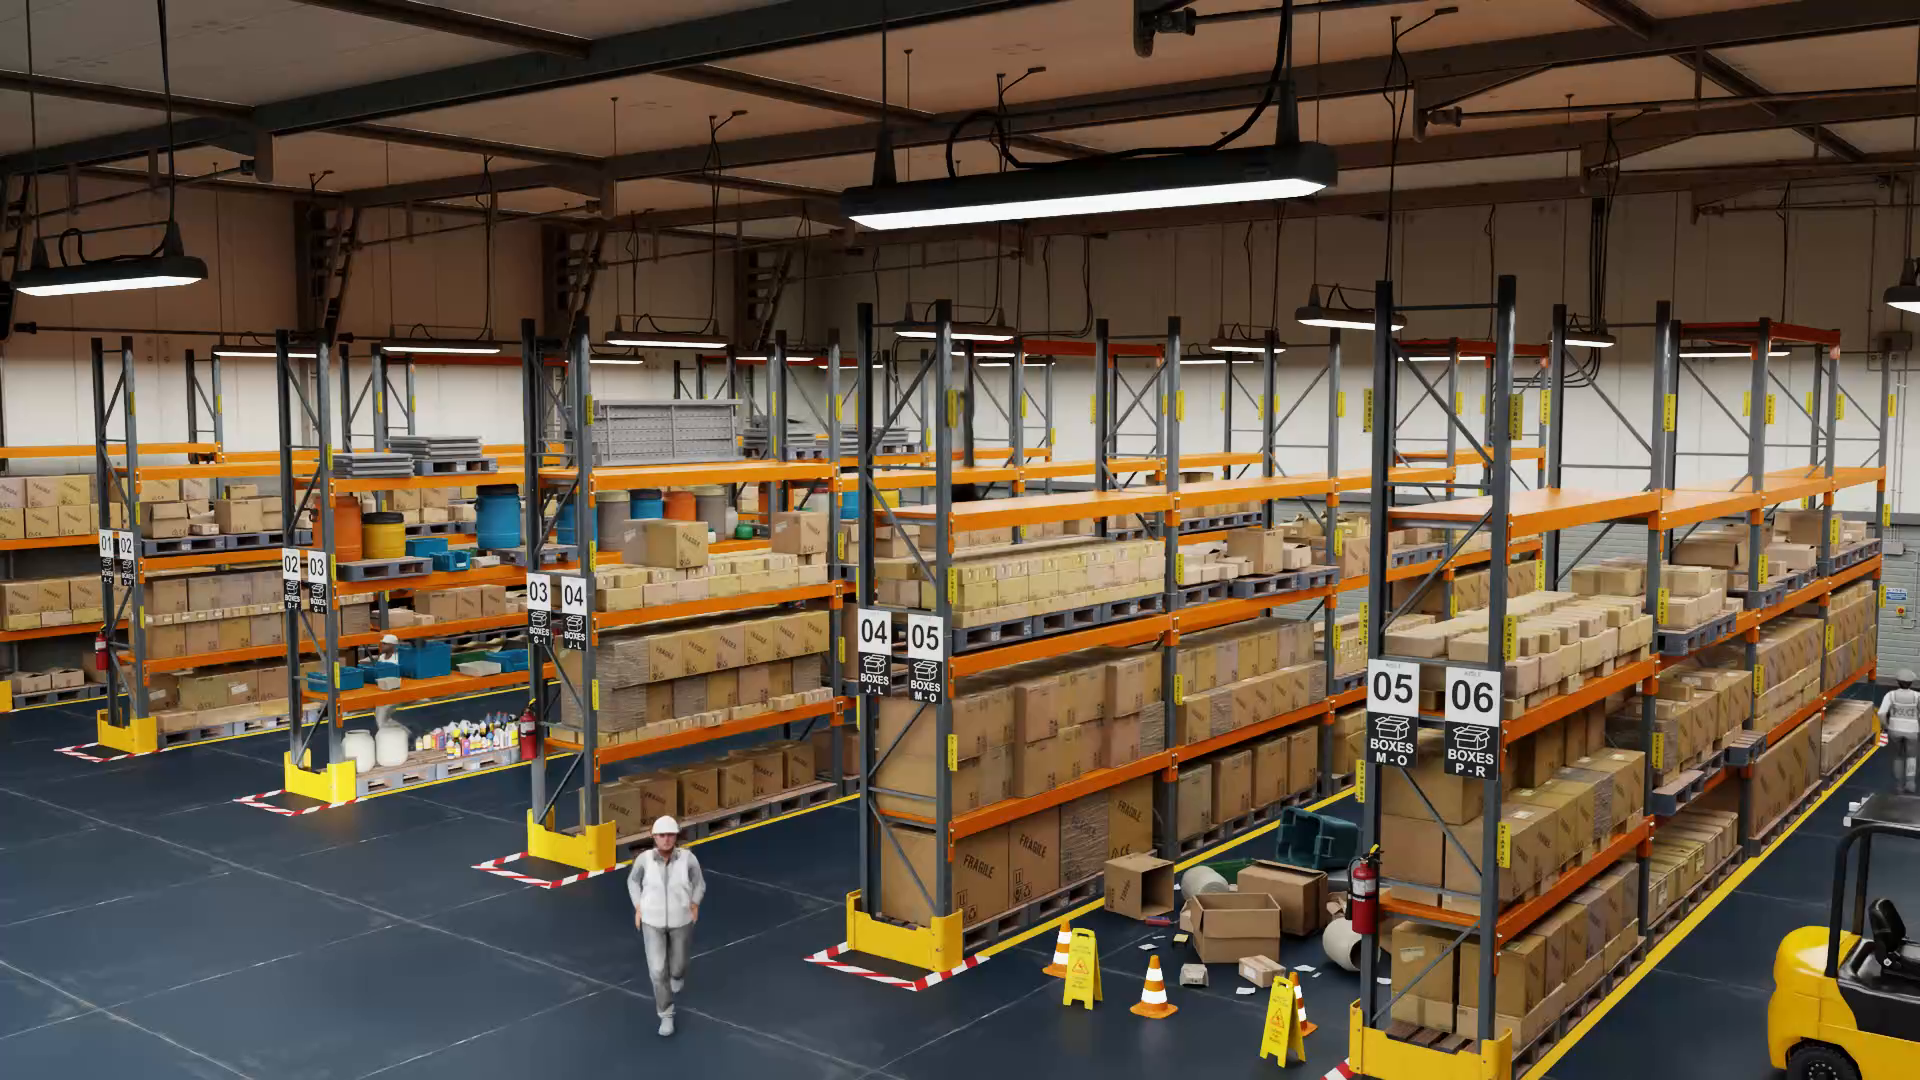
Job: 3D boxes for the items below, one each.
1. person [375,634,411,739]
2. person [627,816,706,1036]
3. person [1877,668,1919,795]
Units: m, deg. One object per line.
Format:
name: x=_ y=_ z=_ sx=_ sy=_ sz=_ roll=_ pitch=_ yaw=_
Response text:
person: x=-8.242 y=2.220 z=23.934 sx=0.692 sy=1.720 sz=0.591 roll=4 pitch=6 yaw=37
person: x=-2.418 y=3.112 z=13.732 sx=0.645 sy=1.745 sz=0.831 roll=-1 pitch=5 yaw=-10
person: x=12.132 y=2.478 z=21.394 sx=0.609 sy=1.655 sz=0.611 roll=2 pitch=5 yaw=25
